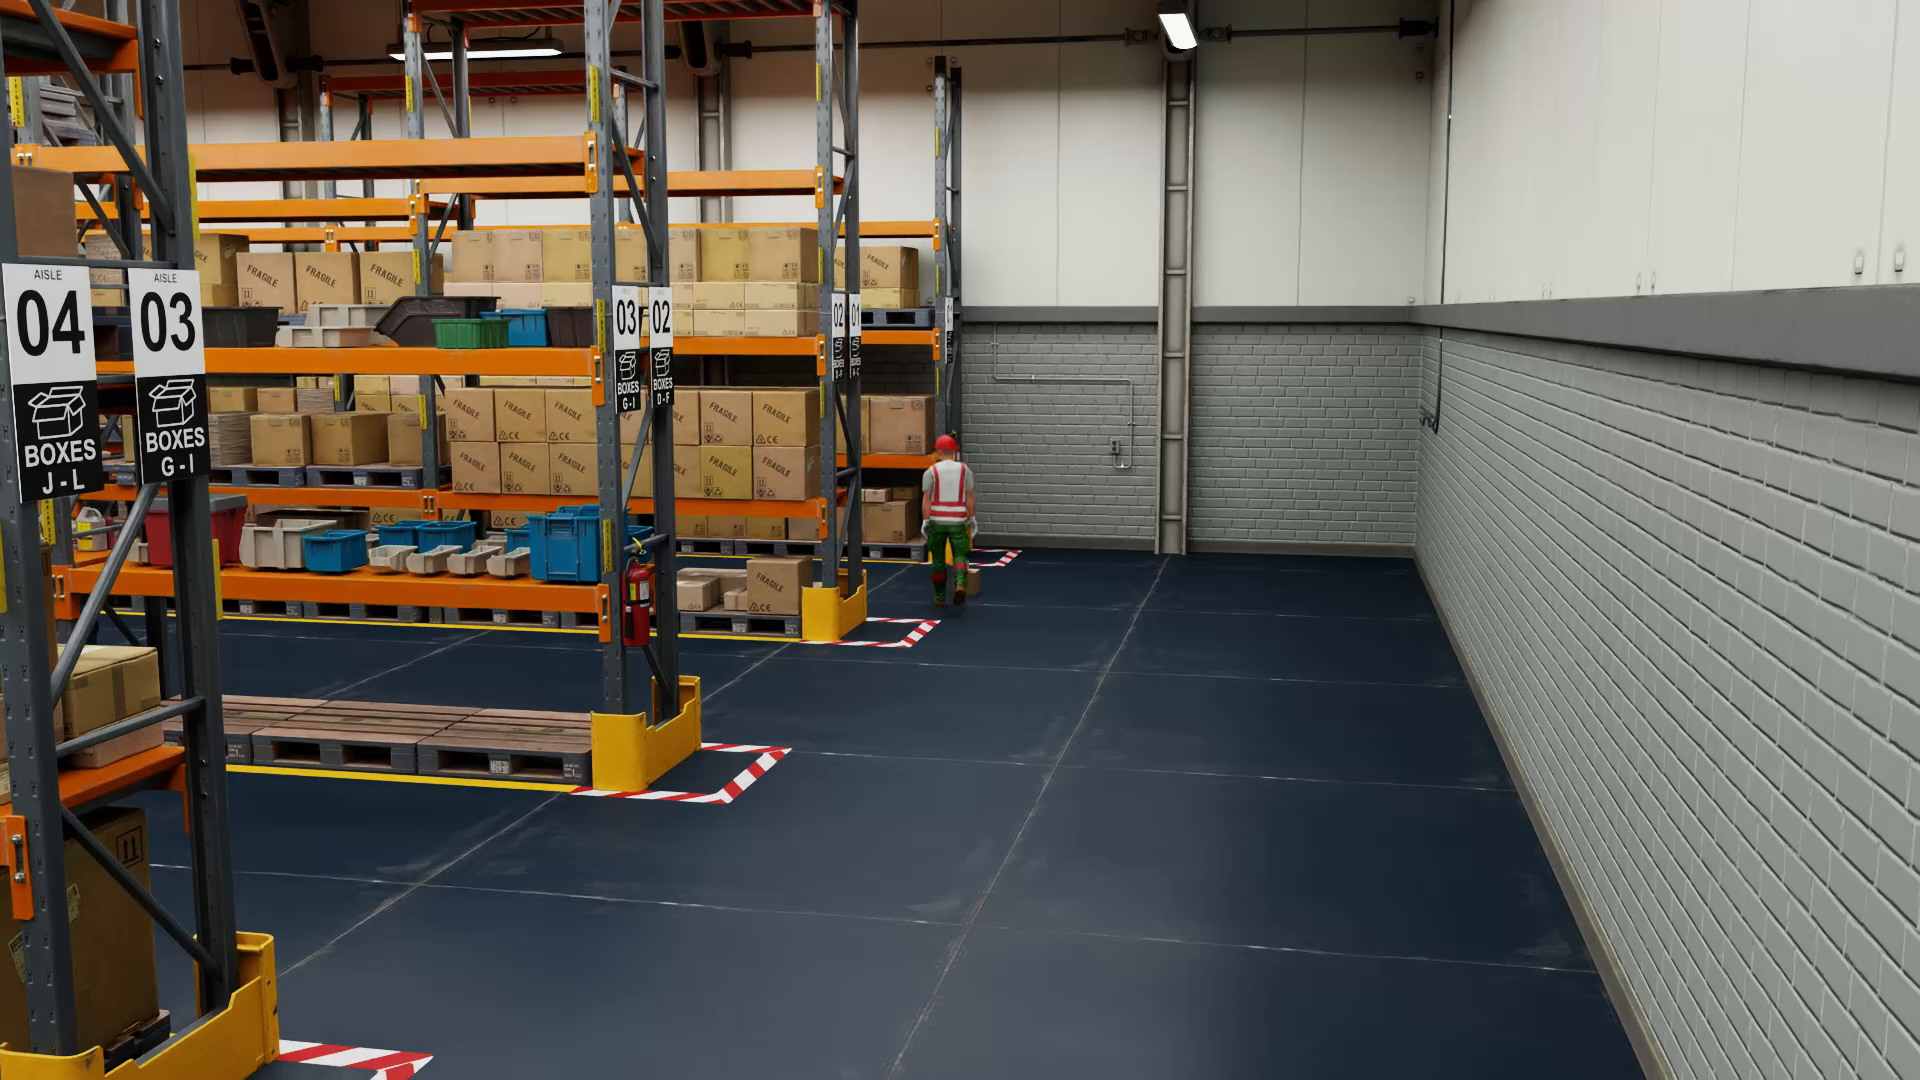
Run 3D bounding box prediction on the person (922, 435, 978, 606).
[{"bbox_3d":[-0.107,-0.180,17.050,0.581,1.777,0.835,-1,8,-5],"label":"person"}]
